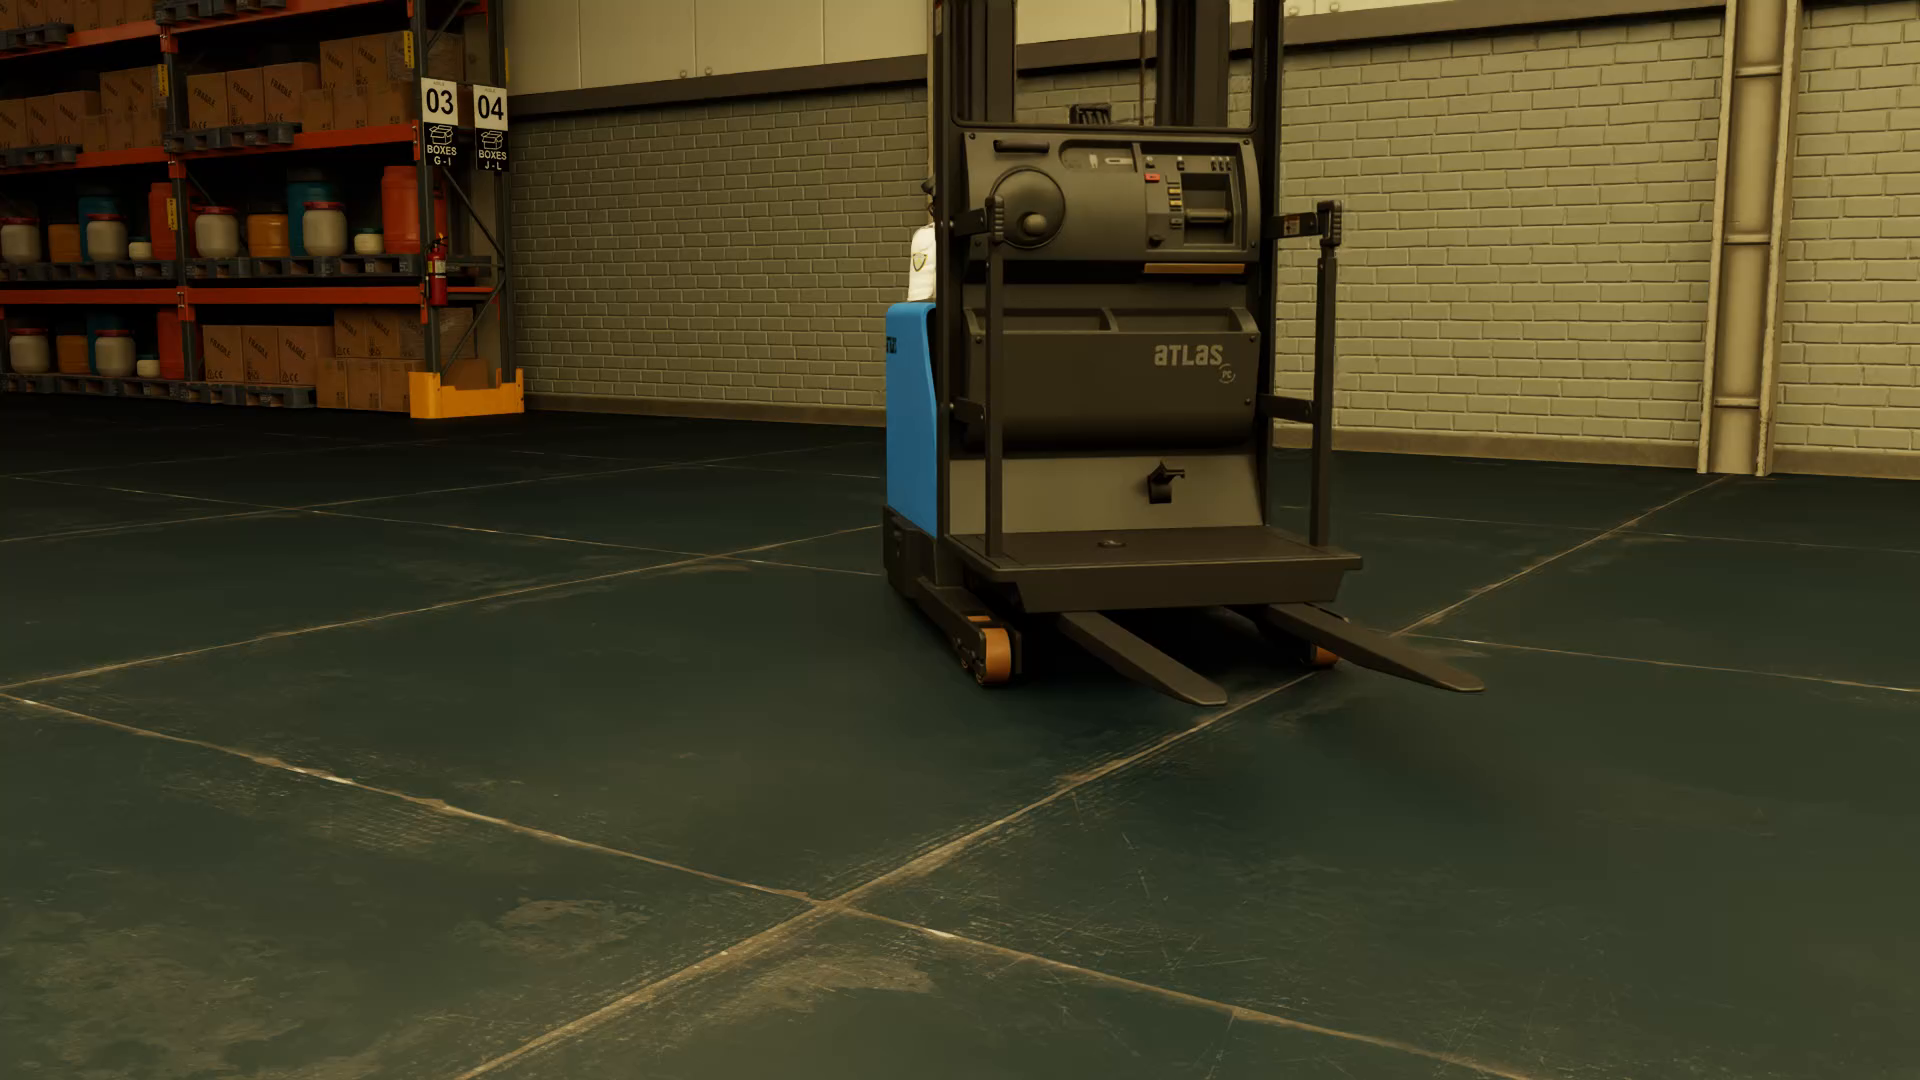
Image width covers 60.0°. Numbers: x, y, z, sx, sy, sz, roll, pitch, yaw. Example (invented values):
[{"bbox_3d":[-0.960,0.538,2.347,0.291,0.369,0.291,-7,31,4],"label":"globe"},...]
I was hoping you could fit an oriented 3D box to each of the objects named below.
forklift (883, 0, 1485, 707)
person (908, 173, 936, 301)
[{"bbox_3d":[0.520,-1.098,4.913,1.130,2.935,3.031,-2,8,-12],"label":"forklift"},{"bbox_3d":[0.053,-0.840,7.440,0.531,1.694,0.586,5,10,34],"label":"person"}]
